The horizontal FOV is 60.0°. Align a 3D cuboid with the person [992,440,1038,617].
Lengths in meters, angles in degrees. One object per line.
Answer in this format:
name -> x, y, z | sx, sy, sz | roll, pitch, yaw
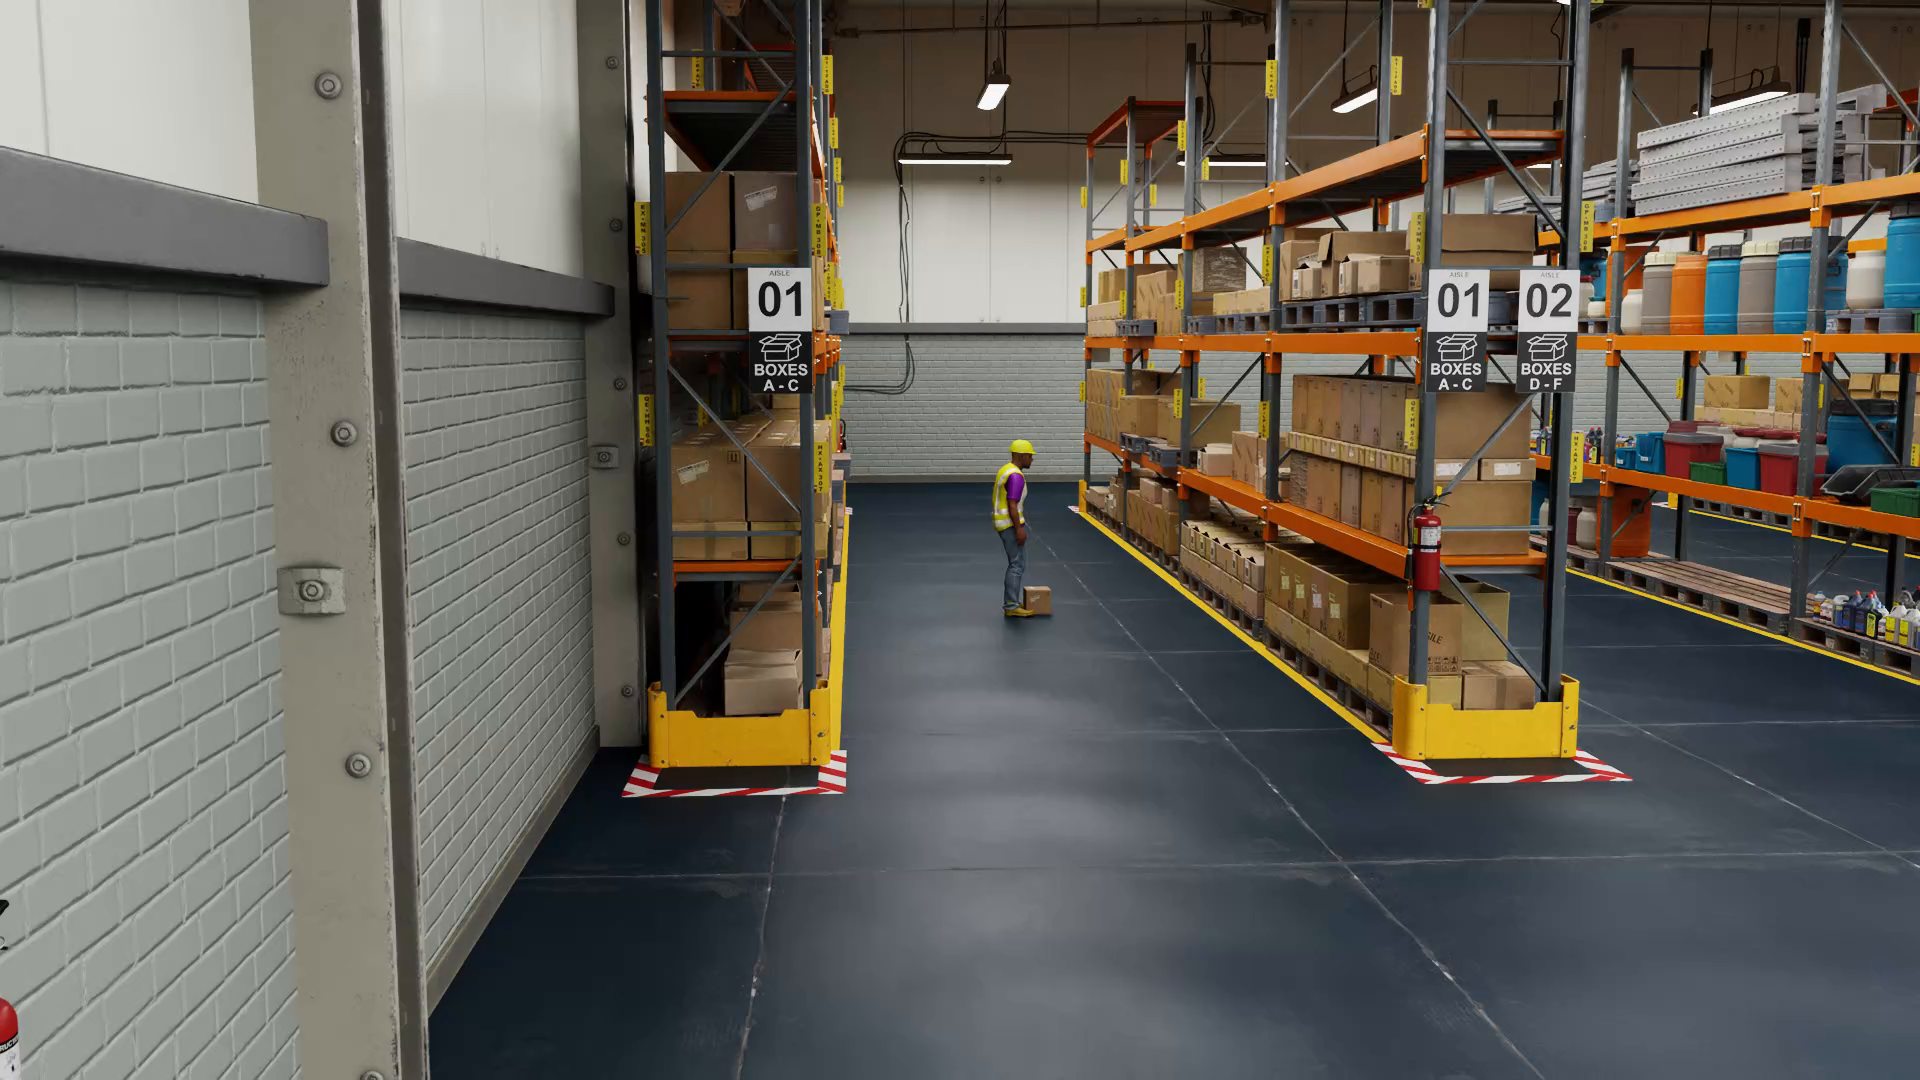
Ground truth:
person -> 0.557, -0.131, 16.759 | 0.458, 1.761, 0.626 | 0, 7, -4
